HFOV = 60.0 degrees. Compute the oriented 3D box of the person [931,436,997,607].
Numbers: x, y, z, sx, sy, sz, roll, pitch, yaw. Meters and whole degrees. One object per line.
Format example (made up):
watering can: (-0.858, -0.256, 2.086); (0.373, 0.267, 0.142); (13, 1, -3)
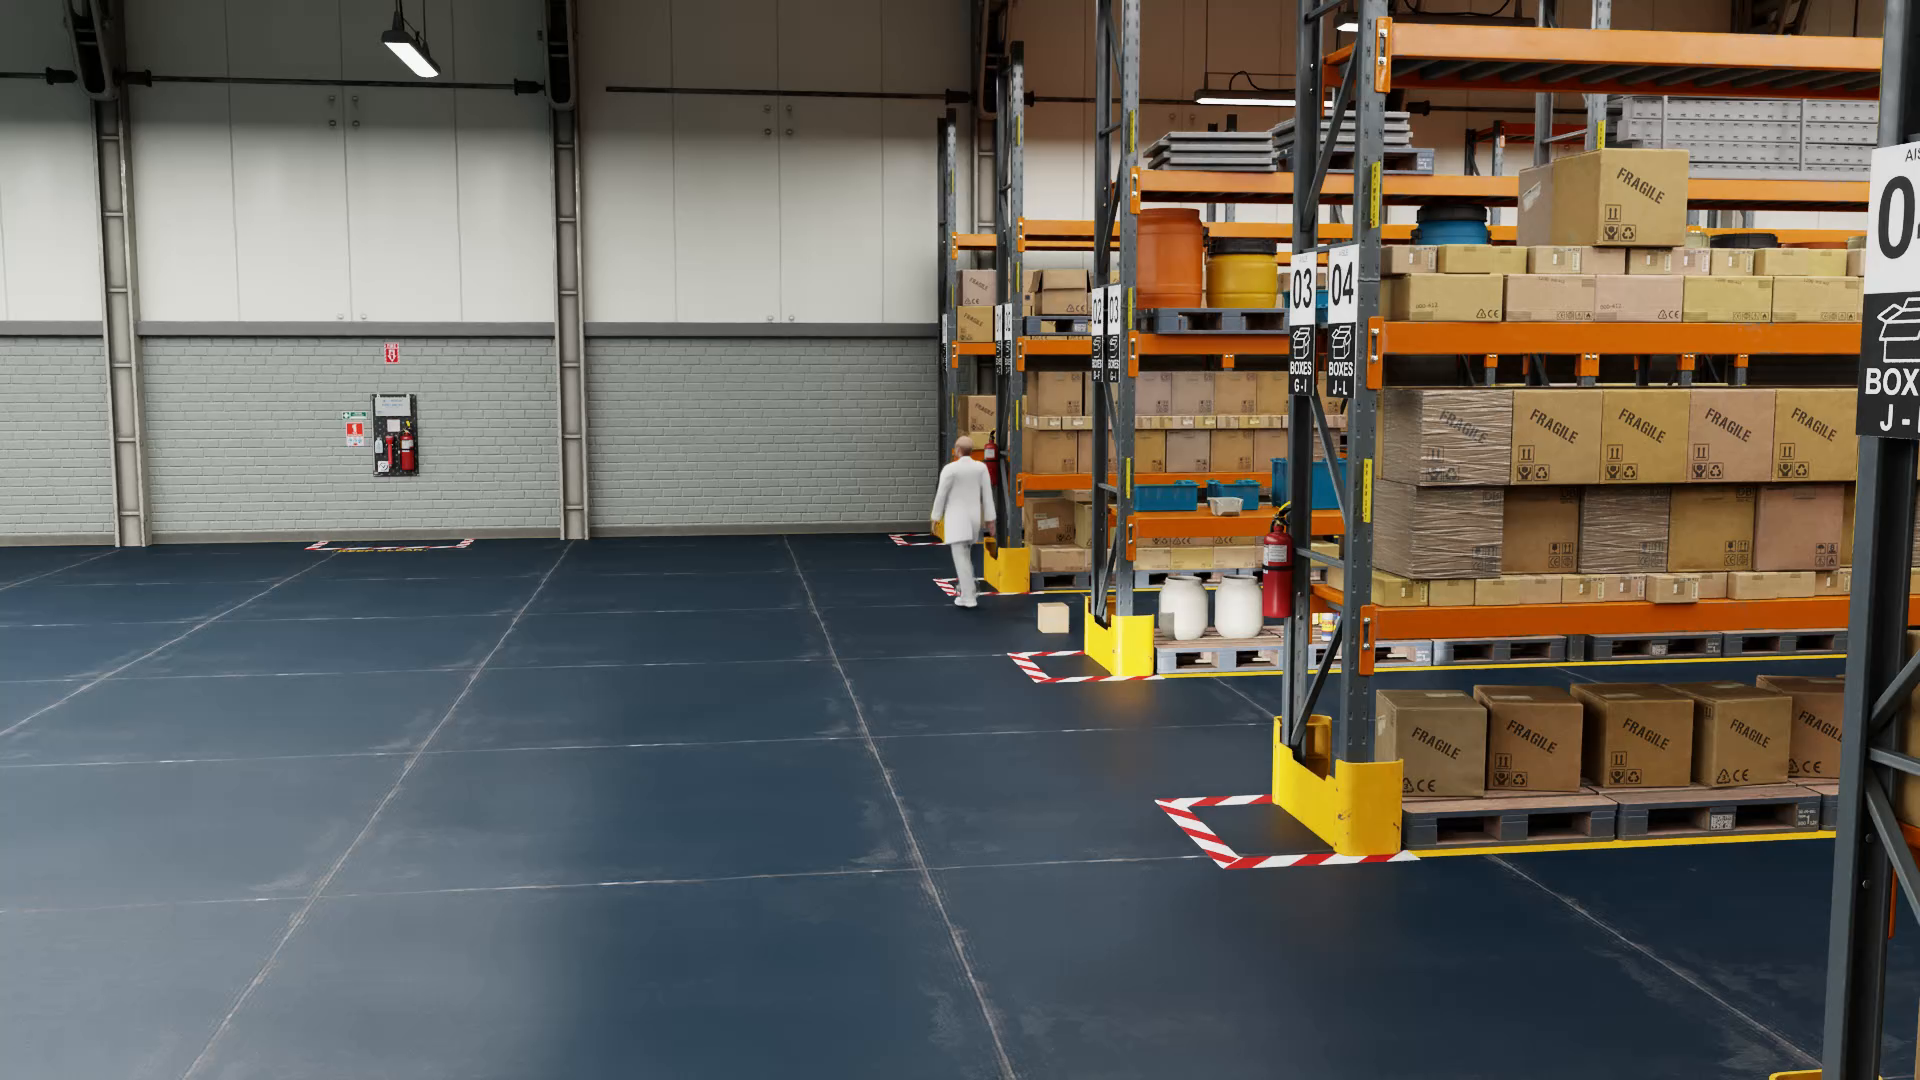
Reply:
person: (0.024, -0.163, 17.366); (0.623, 1.846, 0.683); (-4, 8, -33)
